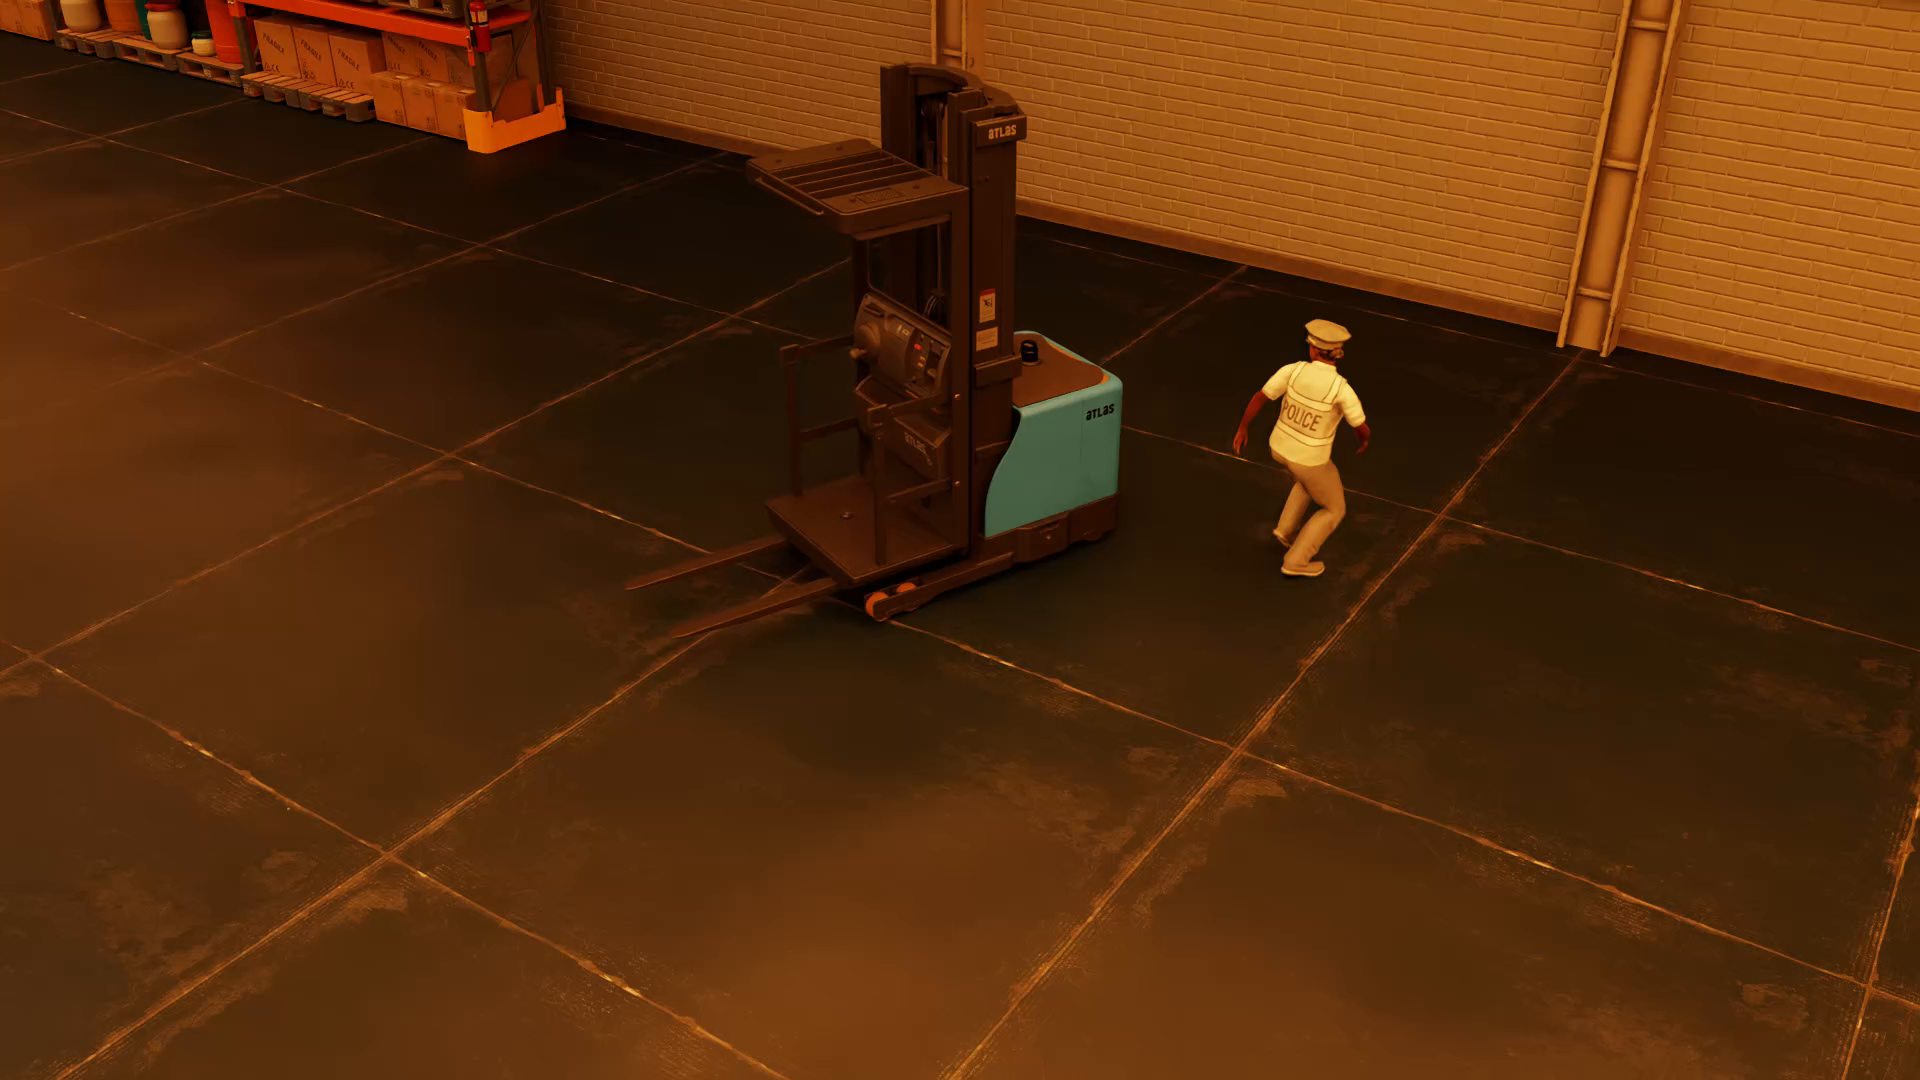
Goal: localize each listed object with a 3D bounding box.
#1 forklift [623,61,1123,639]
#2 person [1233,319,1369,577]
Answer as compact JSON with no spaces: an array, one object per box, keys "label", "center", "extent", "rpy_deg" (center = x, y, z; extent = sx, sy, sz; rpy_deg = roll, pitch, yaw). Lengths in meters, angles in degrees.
[{"label":"forklift","center":[-0.507,-1.097,9.471],"extent":[3.031,2.935,1.130],"rpy_deg":[-19,35,-29]},{"label":"person","center":[2.066,-0.524,9.855],"extent":[0.681,1.614,0.633],"rpy_deg":[-18,35,-29]}]
